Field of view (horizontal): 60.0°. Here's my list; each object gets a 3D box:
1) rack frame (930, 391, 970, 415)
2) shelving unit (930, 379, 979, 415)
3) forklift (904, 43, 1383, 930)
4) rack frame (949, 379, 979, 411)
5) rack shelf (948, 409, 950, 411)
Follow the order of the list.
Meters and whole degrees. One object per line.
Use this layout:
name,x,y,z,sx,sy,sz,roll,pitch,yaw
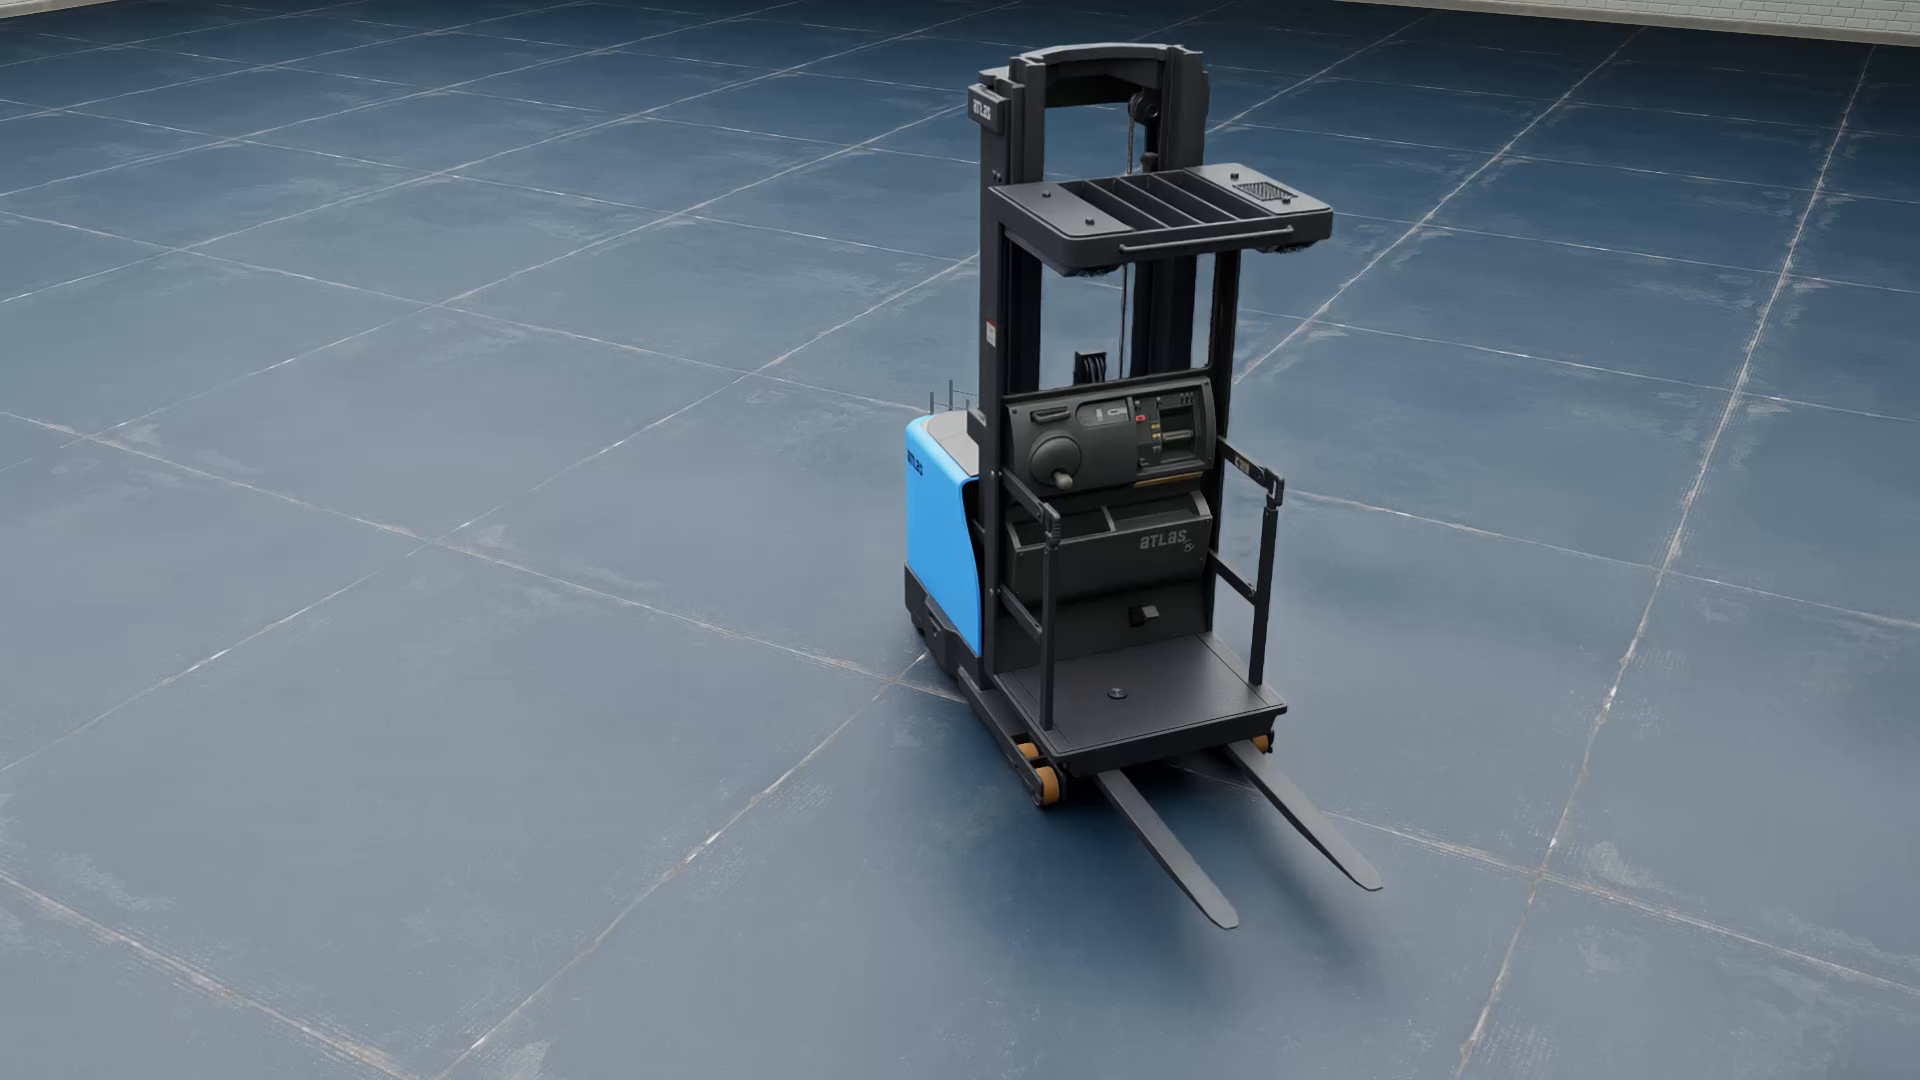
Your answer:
rack frame,-0.054,-0.360,8.963,0.240,0.900,0.006,14,30,26
shelving unit,-0.004,-0.399,9.042,0.258,0.900,0.210,14,30,26
forklift,0.722,-0.401,6.778,1.130,2.935,3.031,-10,28,-19
rack frame,0.046,-0.439,9.121,0.240,0.900,0.006,14,30,26
rack shelf,-0.004,-0.611,8.936,0.258,0.077,0.200,14,30,26
